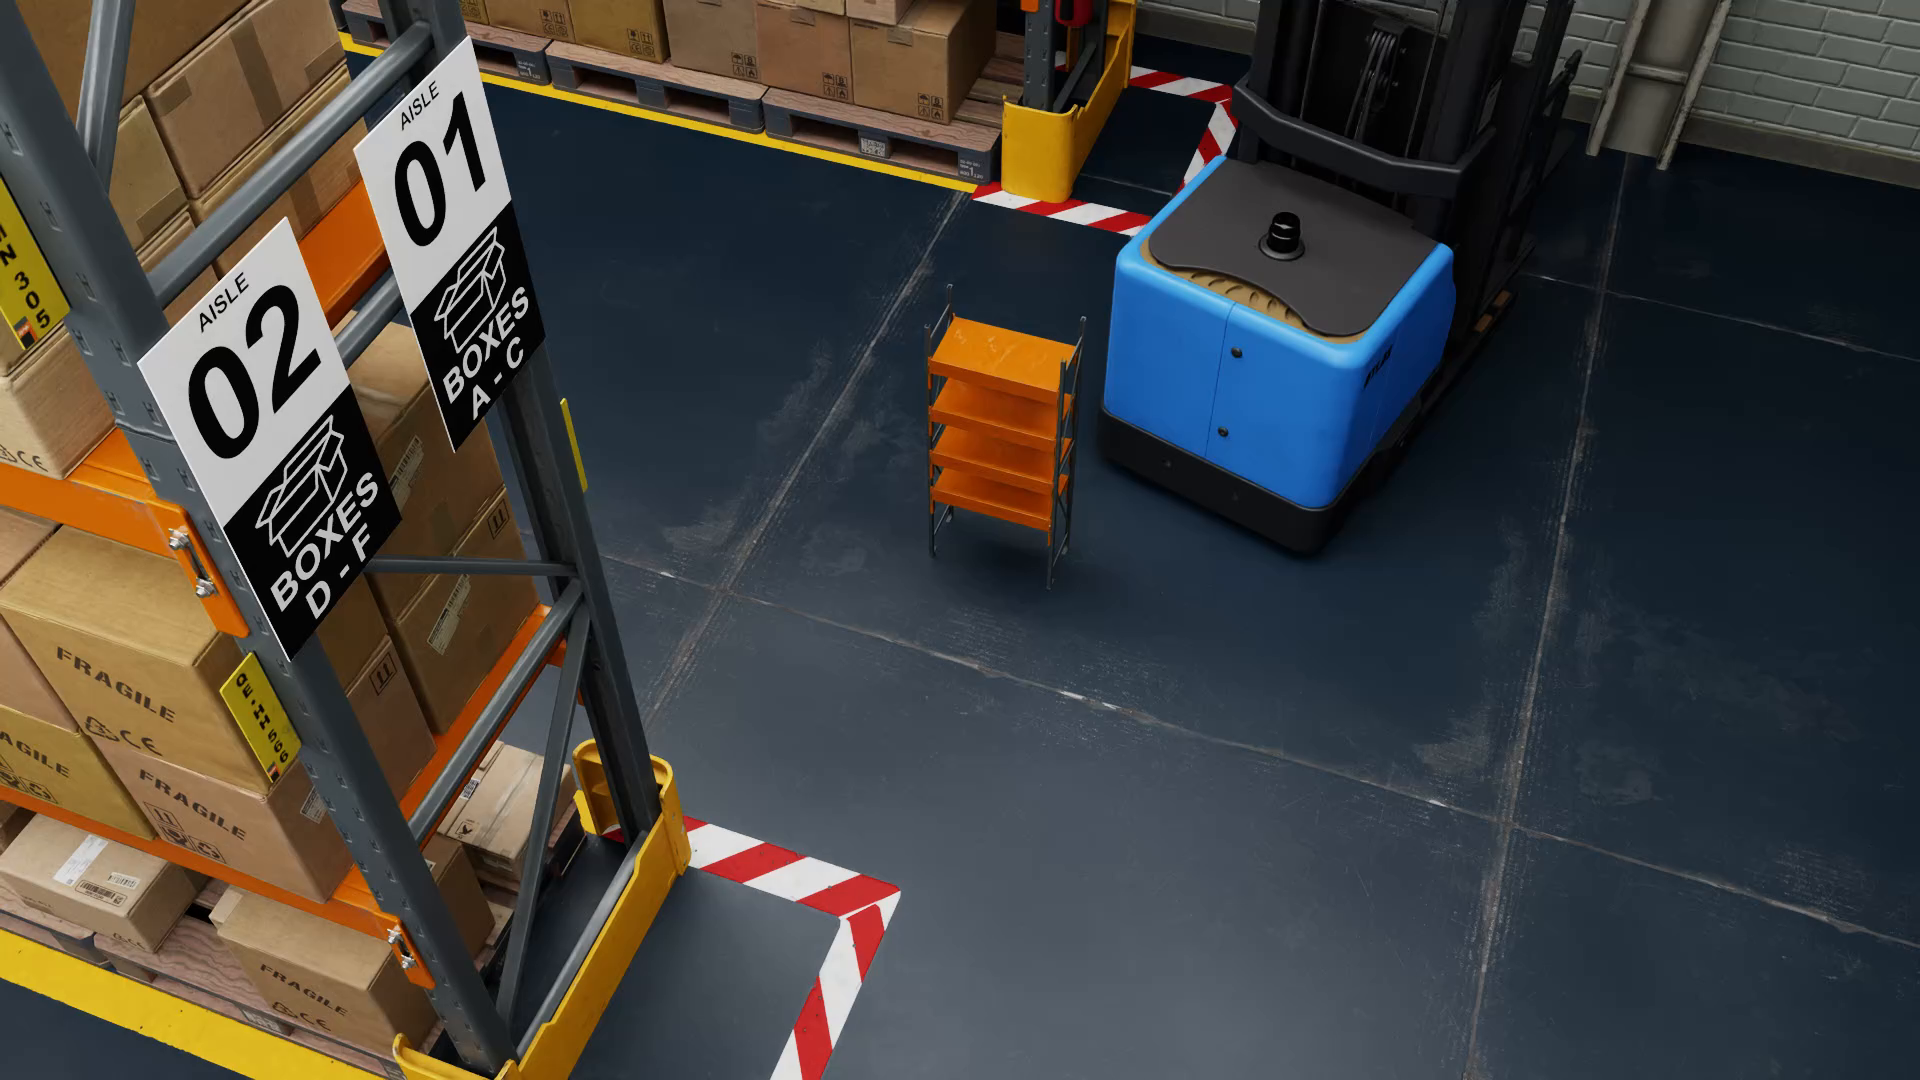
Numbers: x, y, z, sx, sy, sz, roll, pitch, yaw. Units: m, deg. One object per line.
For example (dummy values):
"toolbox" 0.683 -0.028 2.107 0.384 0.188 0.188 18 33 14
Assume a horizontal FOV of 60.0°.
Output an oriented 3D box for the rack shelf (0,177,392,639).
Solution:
"rack shelf" -3.067 -0.815 3.829 4.000 0.370 1.077 16 51 13

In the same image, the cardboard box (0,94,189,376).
"cardboard box" -1.761 -0.595 2.931 0.500 0.250 0.500 16 51 13

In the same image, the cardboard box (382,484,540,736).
"cardboard box" -1.516 0.120 4.462 0.500 0.500 0.500 17 51 14

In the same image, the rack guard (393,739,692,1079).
"rack guard" -1.262 1.254 5.199 0.348 0.500 1.175 16 51 13

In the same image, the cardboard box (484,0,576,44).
"cardboard box" -2.094 -3.021 8.626 0.500 0.500 0.700 15 51 13

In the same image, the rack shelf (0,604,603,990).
"rack shelf" -3.067 0.167 4.963 4.000 0.370 1.077 16 51 13

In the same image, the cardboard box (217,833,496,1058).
"cardboard box" -1.786 1.162 4.987 0.500 0.500 0.500 16 51 13

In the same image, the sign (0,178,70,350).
"sign" -1.402 -0.429 2.432 0.005 0.325 0.100 16 51 13

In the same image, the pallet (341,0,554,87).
"pallet" -2.544 -2.937 9.022 1.213 0.211 1.003 16 51 13

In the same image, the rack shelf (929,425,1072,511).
"rack shelf" 0.155 -0.306 6.176 0.480 0.148 0.258 16 51 13

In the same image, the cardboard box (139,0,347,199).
"cardboard box" -1.583 -0.961 3.248 0.500 0.250 0.500 16 51 13

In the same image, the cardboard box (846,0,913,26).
"cardboard box" -0.353 -2.605 7.837 0.250 0.149 0.380 15 51 13

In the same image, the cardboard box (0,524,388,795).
"cardboard box" -1.704 0.174 3.753 0.500 0.500 0.500 15 51 13

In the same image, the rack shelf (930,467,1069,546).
"rack shelf" 0.155 -0.176 6.326 0.480 0.148 0.258 16 51 13

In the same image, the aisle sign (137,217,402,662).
"aisle sign" -1.233 -0.161 3.051 0.004 0.787 0.394 16 51 13

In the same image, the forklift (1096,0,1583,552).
"forklift" 1.825 -1.996 6.407 1.130 2.935 3.031 28 55 22

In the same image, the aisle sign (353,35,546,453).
"aisle sign" -1.025 -0.586 3.419 0.004 0.787 0.394 16 51 13

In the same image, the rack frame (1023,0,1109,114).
"rack frame" 0.522 -3.057 7.281 0.127 3.000 1.000 16 51 13

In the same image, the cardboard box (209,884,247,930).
"cardboard box" -2.135 1.102 5.261 0.250 0.166 0.380 16 51 13

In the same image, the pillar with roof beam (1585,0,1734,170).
"pillar with roof beam" 1.863 -1.876 2.288 0.400 9.000 9.100 16 51 13

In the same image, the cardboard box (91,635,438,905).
"cardboard box" -1.706 0.498 4.134 0.500 0.500 0.500 17 51 14

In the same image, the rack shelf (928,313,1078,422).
"rack shelf" 0.155 -0.607 5.829 0.480 0.148 0.258 16 51 13

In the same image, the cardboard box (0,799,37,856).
"cardboard box" -3.179 0.570 5.499 0.637 0.503 0.797 16 51 13

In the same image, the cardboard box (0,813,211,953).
"cardboard box" -2.667 0.974 5.316 0.500 0.250 0.500 16 51 13

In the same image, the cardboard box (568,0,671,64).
"cardboard box" -1.613 -2.885 8.508 0.500 0.500 0.700 17 51 14

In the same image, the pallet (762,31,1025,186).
"pallet" -0.255 -2.298 8.468 1.213 0.211 1.003 16 51 13

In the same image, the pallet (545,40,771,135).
"pallet" -1.396 -2.618 8.746 1.213 0.211 1.003 16 51 13

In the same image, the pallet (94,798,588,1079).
"pallet" -2.011 1.141 5.488 1.213 0.211 1.003 16 51 13

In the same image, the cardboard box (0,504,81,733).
"cardboard box" -2.178 0.042 3.868 0.500 0.500 0.500 17 51 14

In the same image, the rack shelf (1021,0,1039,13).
"rack shelf" -1.354 -3.345 8.007 4.000 0.370 1.077 16 51 13

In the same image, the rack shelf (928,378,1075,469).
"rack shelf" 0.155 -0.452 6.007 0.480 0.148 0.258 16 51 13

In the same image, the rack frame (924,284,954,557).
"rack frame" -0.074 -0.414 6.181 0.015 1.200 0.240 16 51 13

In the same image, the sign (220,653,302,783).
"sign" -1.402 0.361 3.344 0.005 0.325 0.100 16 51 13

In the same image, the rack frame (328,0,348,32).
"rack frame" -3.230 -4.104 8.189 0.127 3.000 1.000 16 51 13

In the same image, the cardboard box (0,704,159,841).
"cardboard box" -2.193 0.365 4.249 0.500 0.500 0.500 16 51 13

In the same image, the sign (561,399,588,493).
"sign" -1.003 -0.213 4.243 0.005 0.325 0.100 16 51 13

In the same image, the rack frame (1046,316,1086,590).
"rack frame" 0.384 -0.286 6.070 0.015 1.200 0.240 16 51 13

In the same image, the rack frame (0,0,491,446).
"rack frame" -1.191 -1.509 1.970 0.127 3.000 1.000 16 51 13

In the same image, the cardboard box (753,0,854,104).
"cardboard box" -0.639 -2.619 8.278 0.500 0.500 0.700 15 51 13

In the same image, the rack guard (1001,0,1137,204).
"rack guard" 0.545 -2.232 8.220 0.348 0.500 1.175 16 51 13

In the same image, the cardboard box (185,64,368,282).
"cardboard box" -1.585 -0.793 3.433 0.500 0.250 0.500 16 51 13

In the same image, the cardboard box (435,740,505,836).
"cardboard box" -1.699 0.821 5.504 0.250 0.166 0.380 16 51 13

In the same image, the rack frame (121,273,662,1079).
"rack frame" -1.191 0.455 4.237 0.127 3.000 1.000 16 51 13

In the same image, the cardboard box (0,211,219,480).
"cardboard box" -1.764 -0.426 3.115 0.500 0.250 0.500 16 51 13

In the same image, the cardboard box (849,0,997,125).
"cardboard box" -0.169 -2.488 8.164 0.500 0.500 0.700 16 51 13

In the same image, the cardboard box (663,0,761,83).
"cardboard box" -1.111 -2.751 8.392 0.500 0.500 0.700 14 51 12

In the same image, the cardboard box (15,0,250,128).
"cardboard box" -1.679 -1.010 2.794 0.500 0.500 0.700 16 51 13

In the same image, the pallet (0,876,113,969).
"pallet" -3.151 0.820 5.766 1.213 0.211 1.003 16 51 13

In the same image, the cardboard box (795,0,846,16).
"cardboard box" -0.593 -2.672 7.894 0.250 0.149 0.380 17 51 14

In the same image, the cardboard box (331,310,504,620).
"cardboard box" -1.516 -0.208 4.084 0.500 0.500 0.500 17 51 14

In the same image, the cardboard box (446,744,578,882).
"cardboard box" -1.465 0.892 5.454 0.250 0.149 0.380 16 51 13

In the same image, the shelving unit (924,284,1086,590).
"shelving unit" 0.155 -0.350 6.126 0.503 1.200 0.258 16 51 13

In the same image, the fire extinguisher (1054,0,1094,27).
"fire extinguisher" 0.504 -2.543 7.134 0.183 0.674 0.296 16 51 13

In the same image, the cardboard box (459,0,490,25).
"cardboard box" -2.564 -3.155 8.742 0.500 0.500 0.700 16 51 14
